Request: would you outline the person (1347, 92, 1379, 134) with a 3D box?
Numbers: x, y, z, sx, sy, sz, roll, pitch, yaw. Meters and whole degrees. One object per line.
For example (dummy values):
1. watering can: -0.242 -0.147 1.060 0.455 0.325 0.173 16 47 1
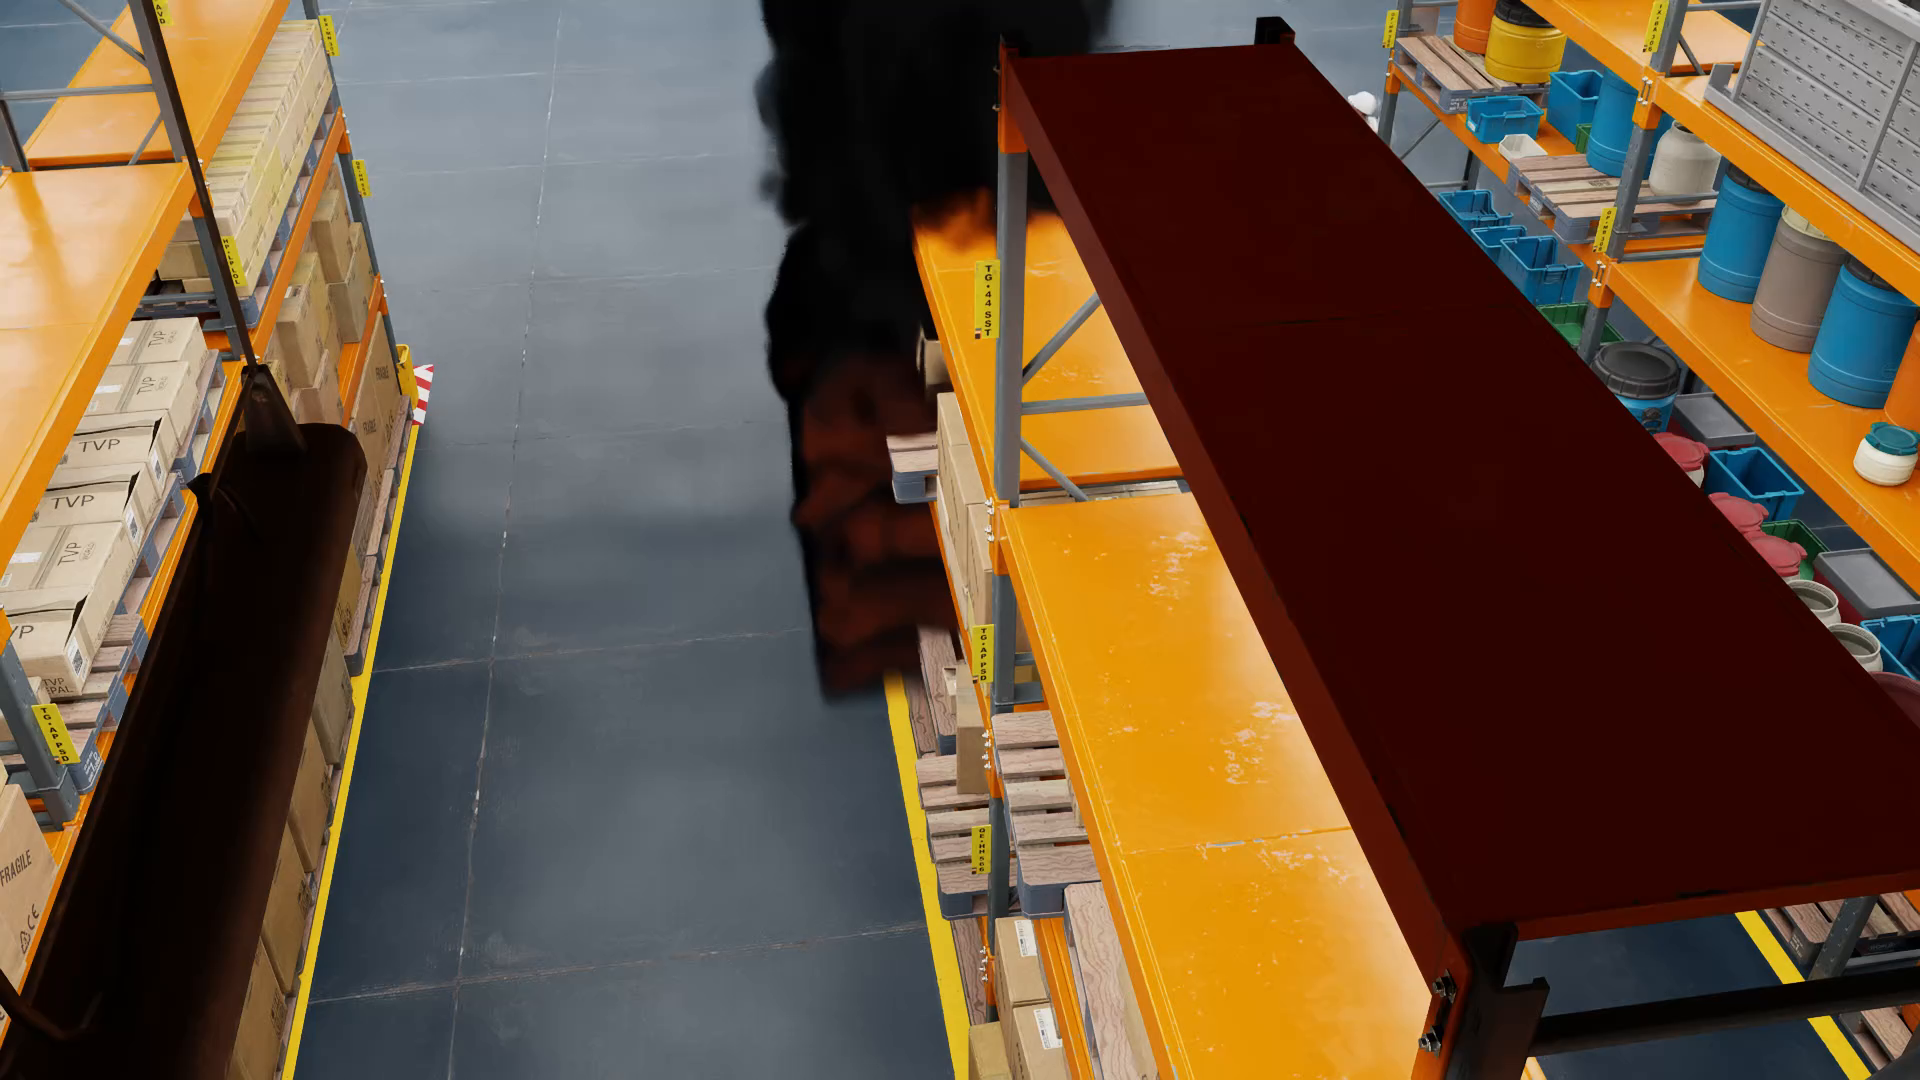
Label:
1. person: 4.034 -3.746 17.064 0.839 1.757 0.671 20 41 25
